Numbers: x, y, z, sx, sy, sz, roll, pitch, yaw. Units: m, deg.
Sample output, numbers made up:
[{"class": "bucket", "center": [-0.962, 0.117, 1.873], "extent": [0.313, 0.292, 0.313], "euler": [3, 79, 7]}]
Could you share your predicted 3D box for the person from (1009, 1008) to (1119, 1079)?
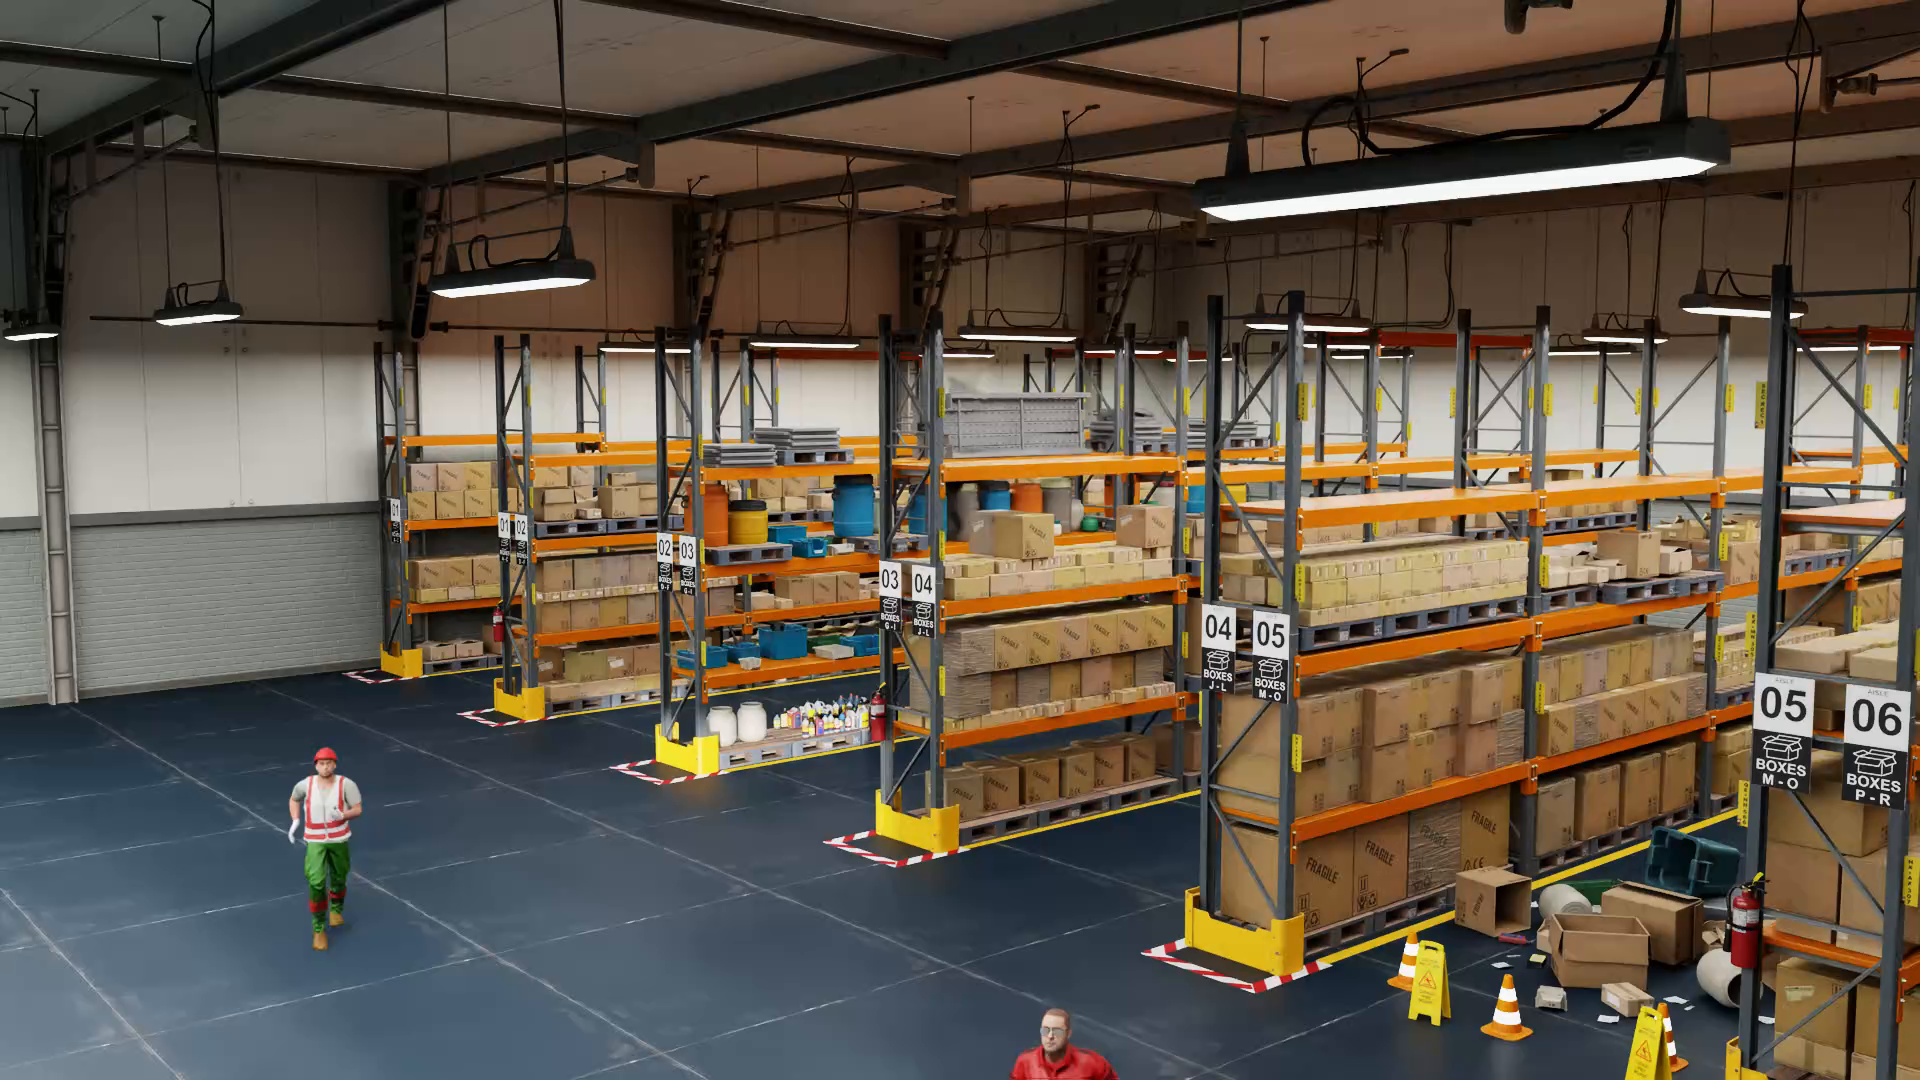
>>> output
[{"class": "person", "center": [0.590, 3.476, 9.467], "extent": [0.681, 1.705, 0.669], "euler": [1, 5, 13]}]

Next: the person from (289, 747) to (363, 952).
[{"class": "person", "center": [-5.930, 2.853, 15.568], "extent": [0.646, 1.846, 0.793], "euler": [-2, 6, -23]}]
